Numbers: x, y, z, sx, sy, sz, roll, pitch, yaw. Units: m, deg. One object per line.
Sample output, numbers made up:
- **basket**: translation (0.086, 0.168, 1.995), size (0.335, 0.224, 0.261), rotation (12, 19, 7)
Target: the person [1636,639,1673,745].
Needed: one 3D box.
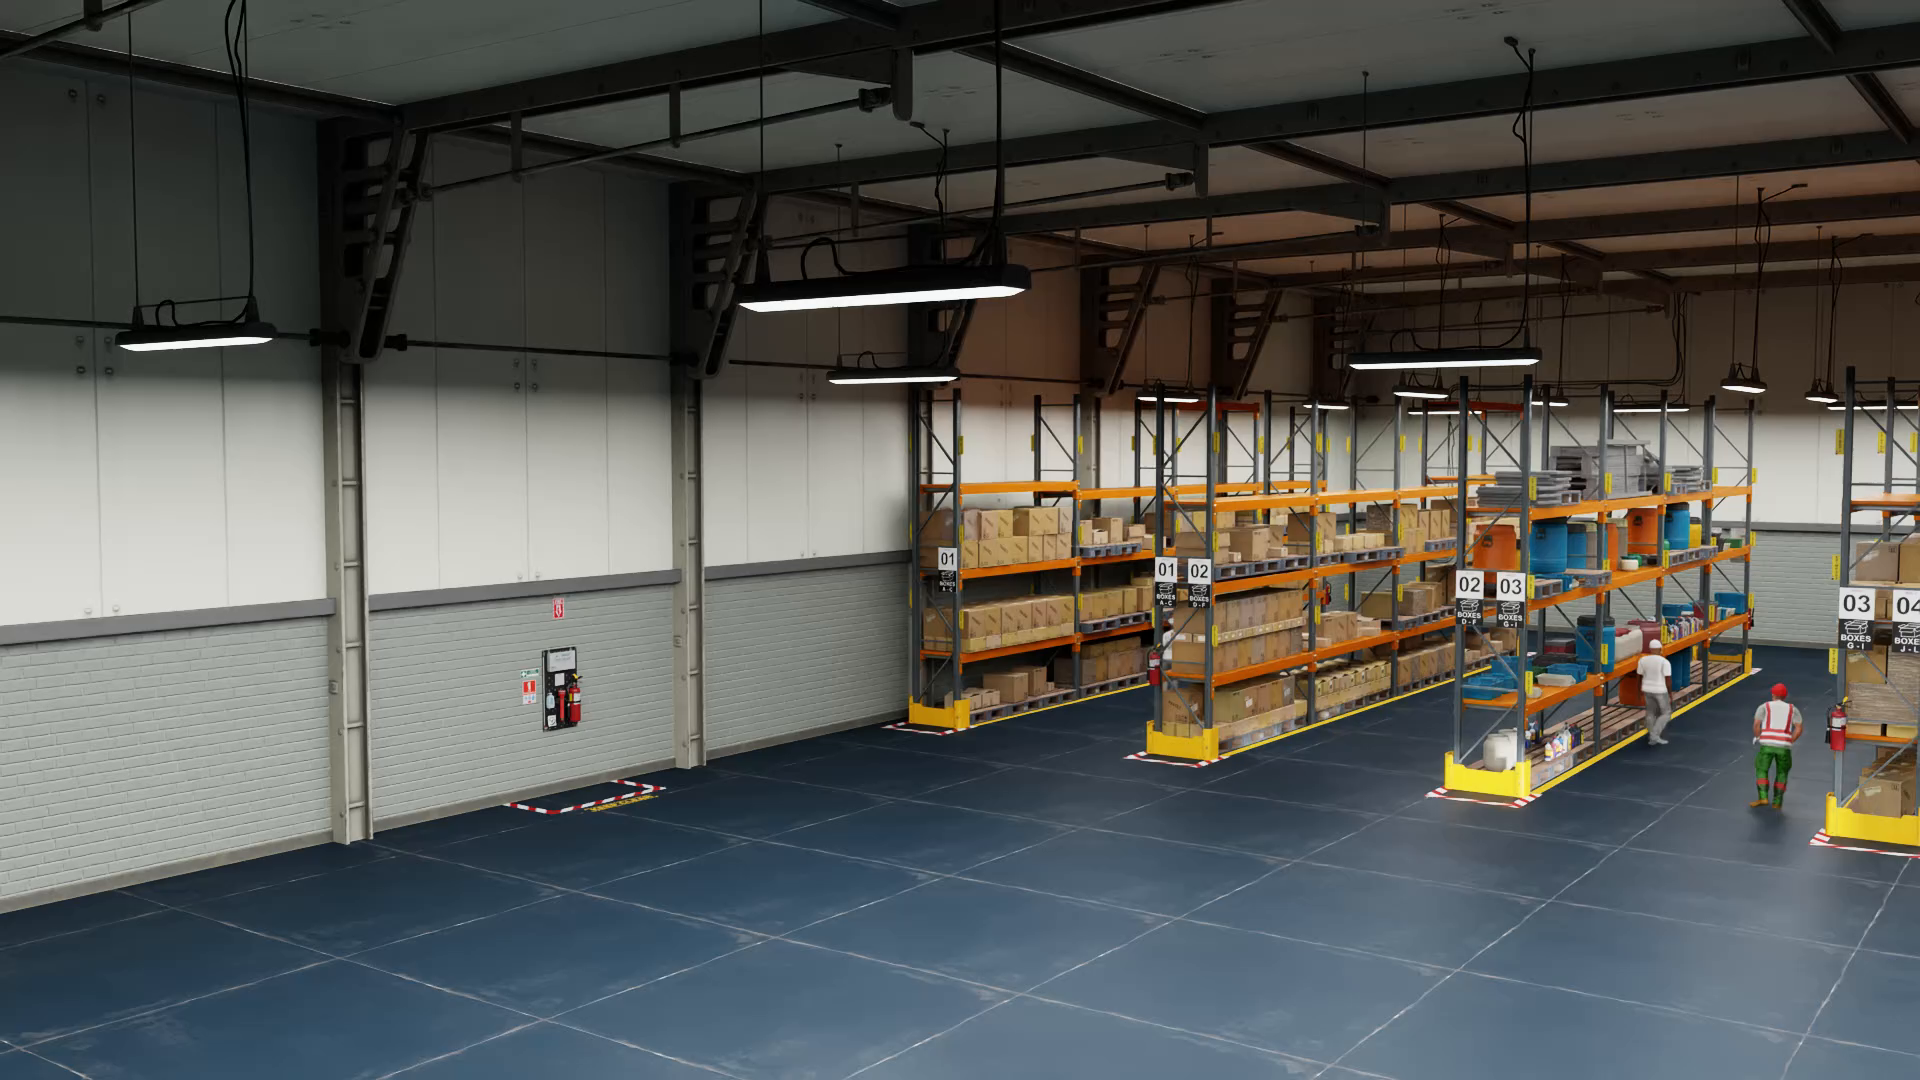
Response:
- **person**: translation (11.596, 2.545, 27.770), size (0.530, 1.765, 0.597), rotation (-3, 5, -44)

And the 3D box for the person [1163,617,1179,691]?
- **person**: translation (4.082, 2.357, 32.019), size (0.500, 1.718, 0.373), rotation (1, 3, 9)

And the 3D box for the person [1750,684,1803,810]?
- **person**: translation (11.229, 2.851, 22.851), size (0.620, 1.701, 0.826), rotation (2, 4, 27)
